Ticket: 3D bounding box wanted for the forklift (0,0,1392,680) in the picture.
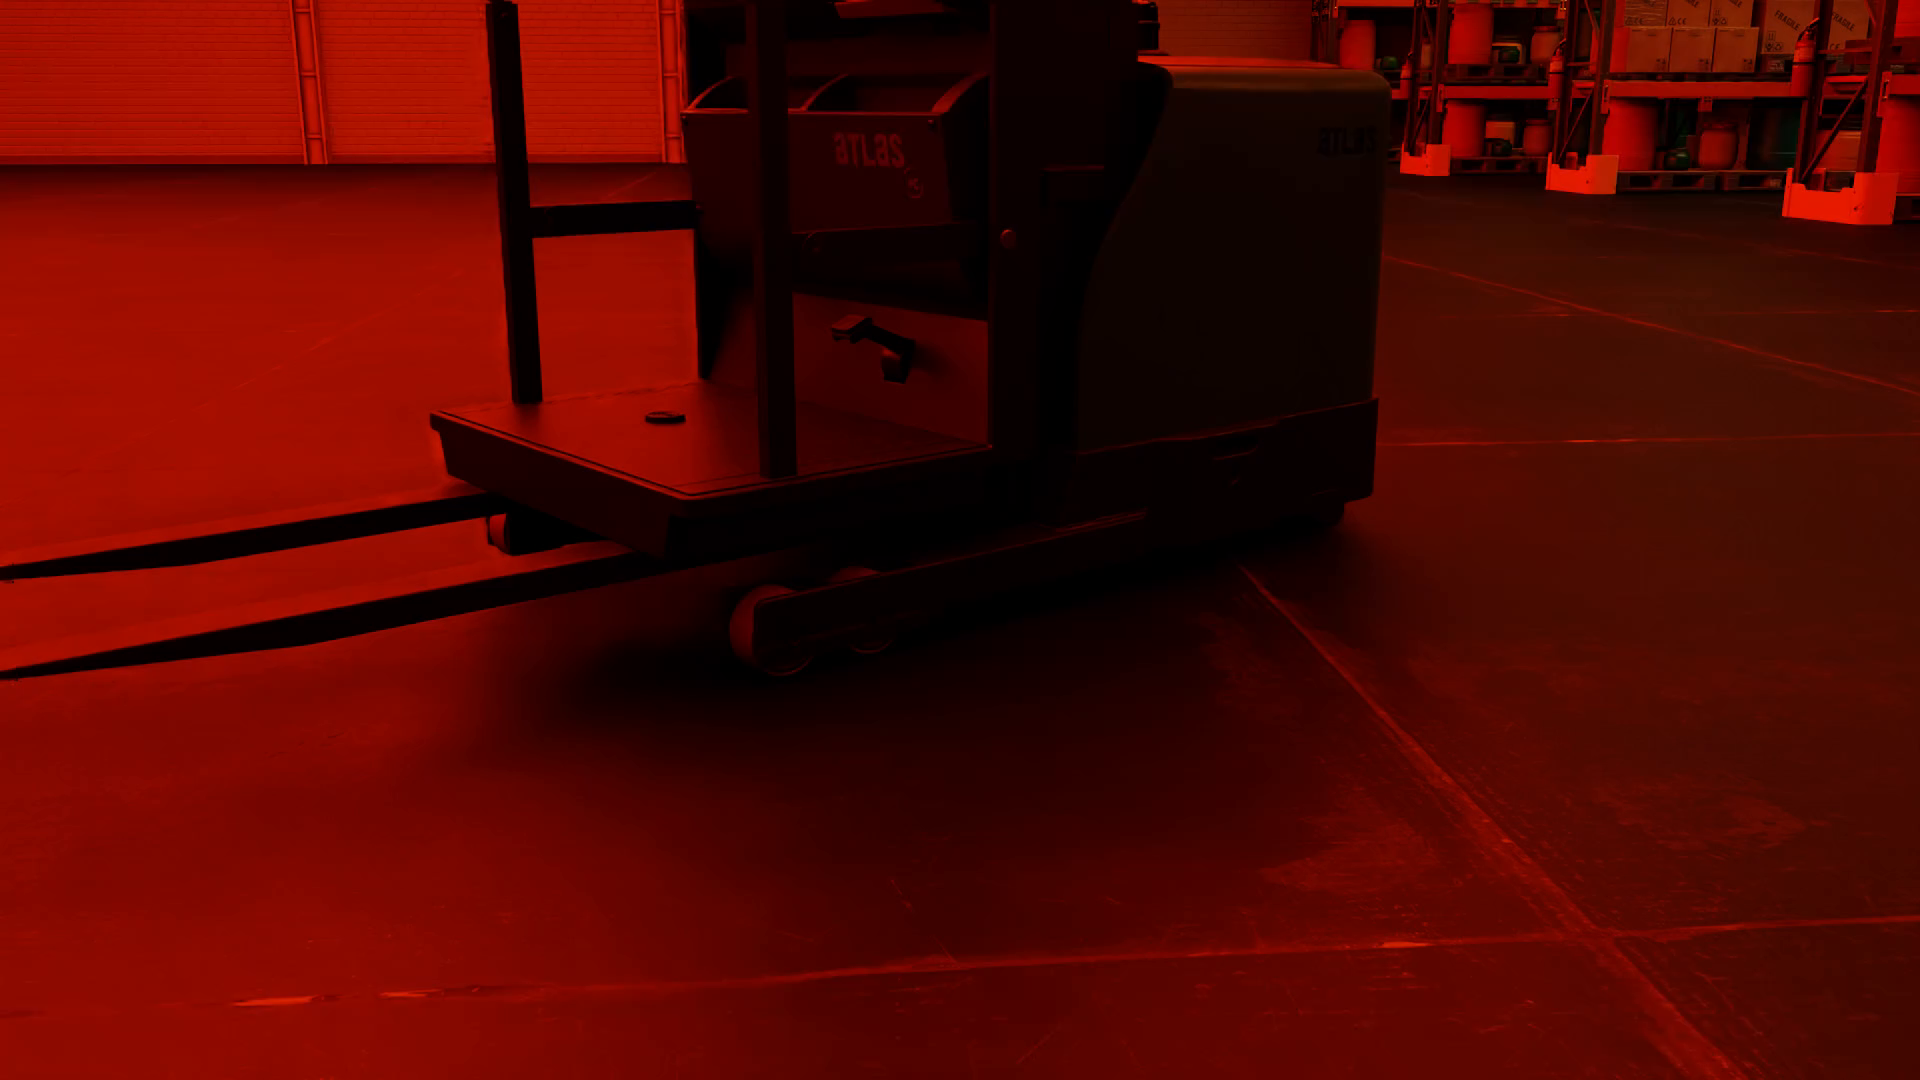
[{"bbox_3d":[-0.436,-1.321,3.195,3.031,2.935,1.130,-12,19,-38],"label":"forklift"}]
